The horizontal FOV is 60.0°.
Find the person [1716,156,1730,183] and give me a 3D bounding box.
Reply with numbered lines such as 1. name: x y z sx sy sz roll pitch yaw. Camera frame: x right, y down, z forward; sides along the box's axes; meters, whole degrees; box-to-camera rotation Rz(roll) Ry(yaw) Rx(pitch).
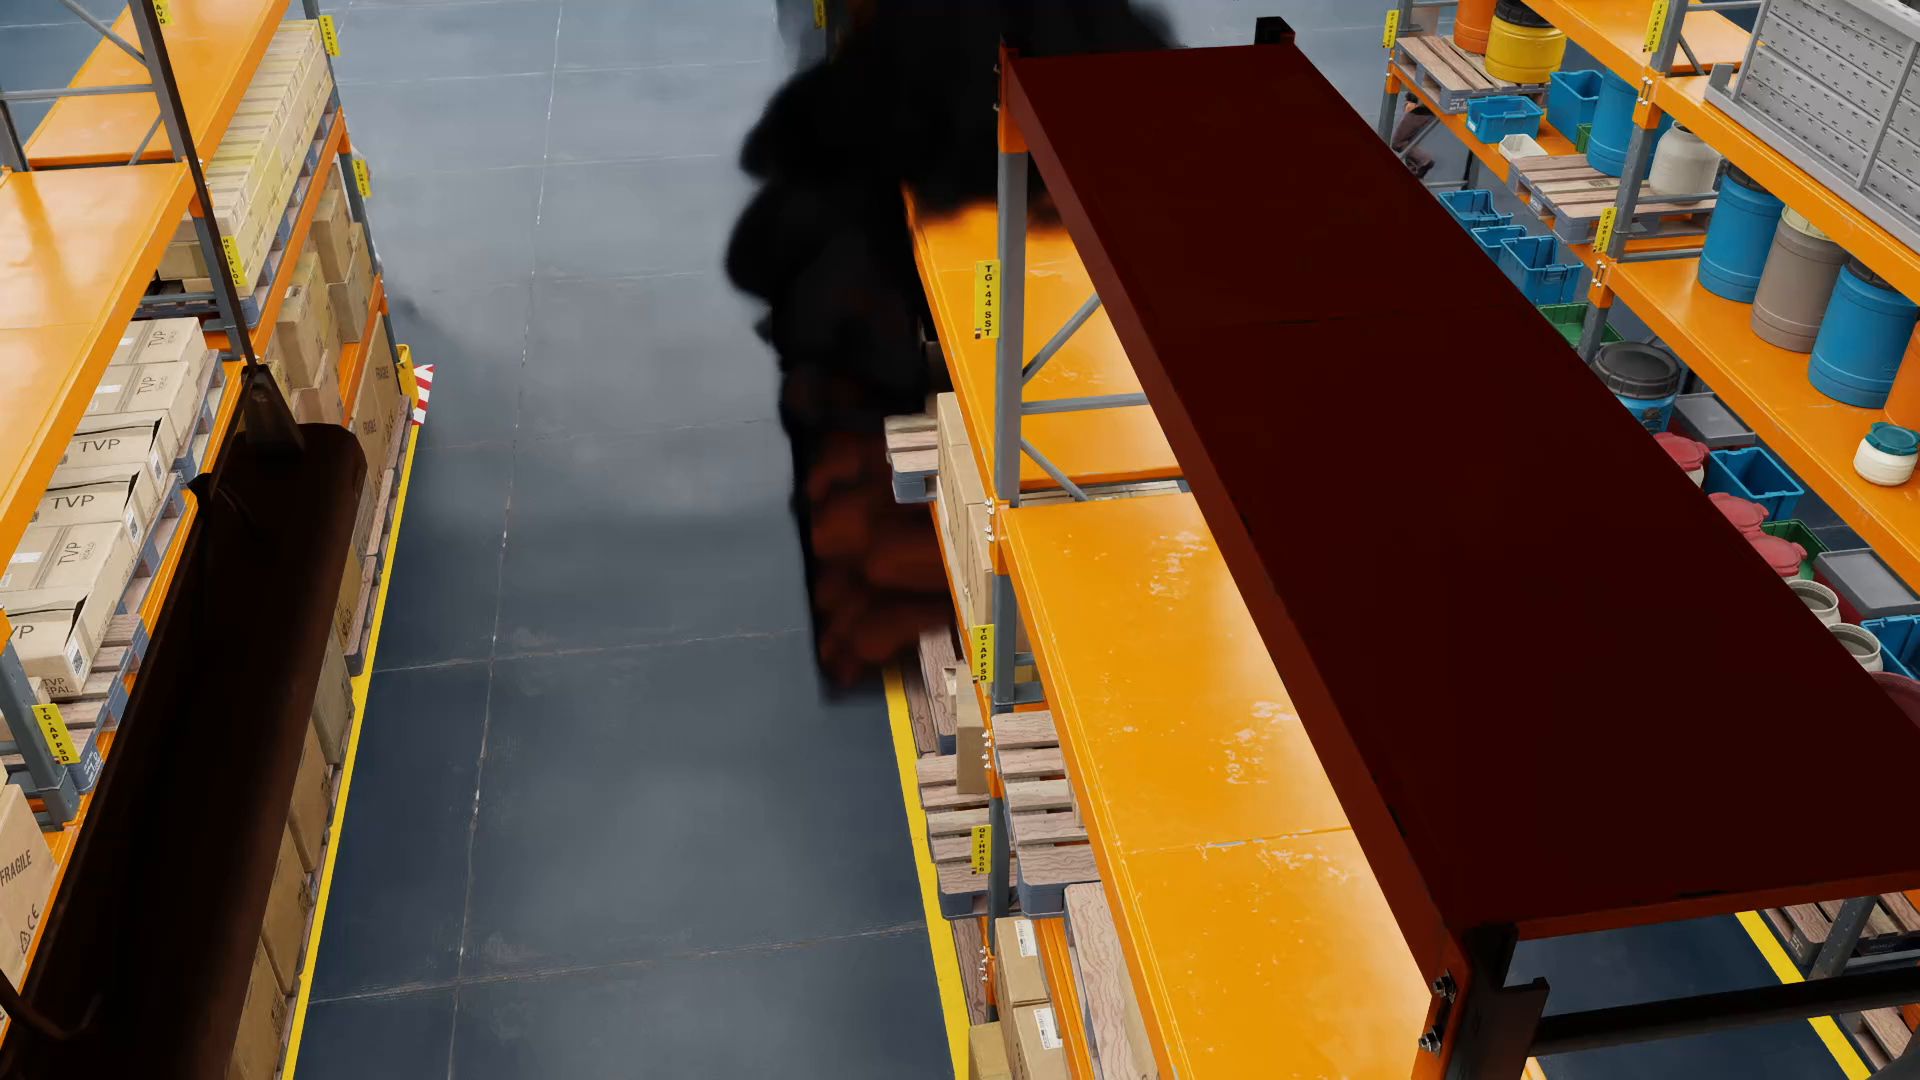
1. person: 8.401 -4.245 17.843 0.510 1.646 0.629 12 38 16

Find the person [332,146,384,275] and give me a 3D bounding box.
1. person: -6.148 -3.329 16.515 0.593 1.754 0.678 29 45 34

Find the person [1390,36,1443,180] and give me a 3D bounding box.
1. person: 5.112 -4.814 18.589 0.598 1.674 0.654 12 38 16
